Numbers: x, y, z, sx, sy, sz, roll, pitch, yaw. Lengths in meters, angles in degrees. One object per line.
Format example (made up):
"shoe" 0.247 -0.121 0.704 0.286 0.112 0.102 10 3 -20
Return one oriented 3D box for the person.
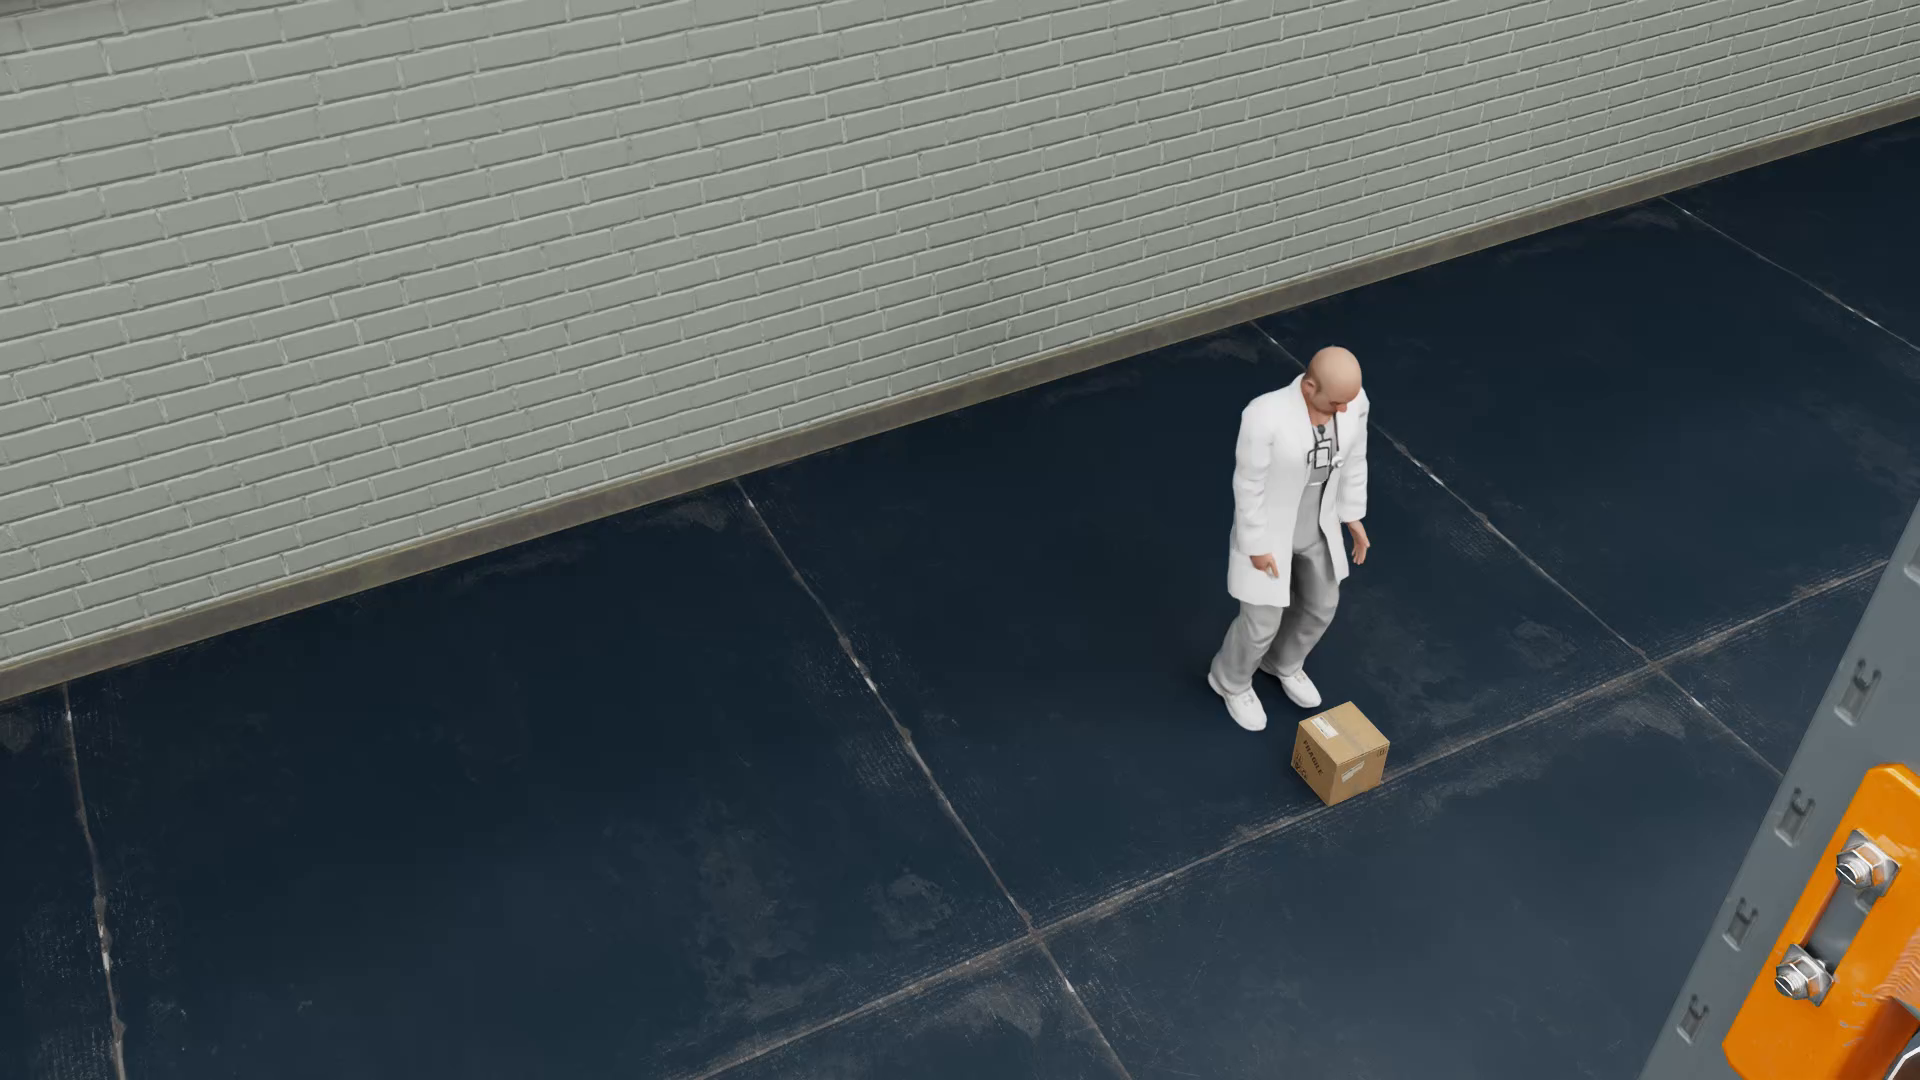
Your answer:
"person" 1.283 -0.032 6.377 0.583 1.746 0.401 -18 44 -19
